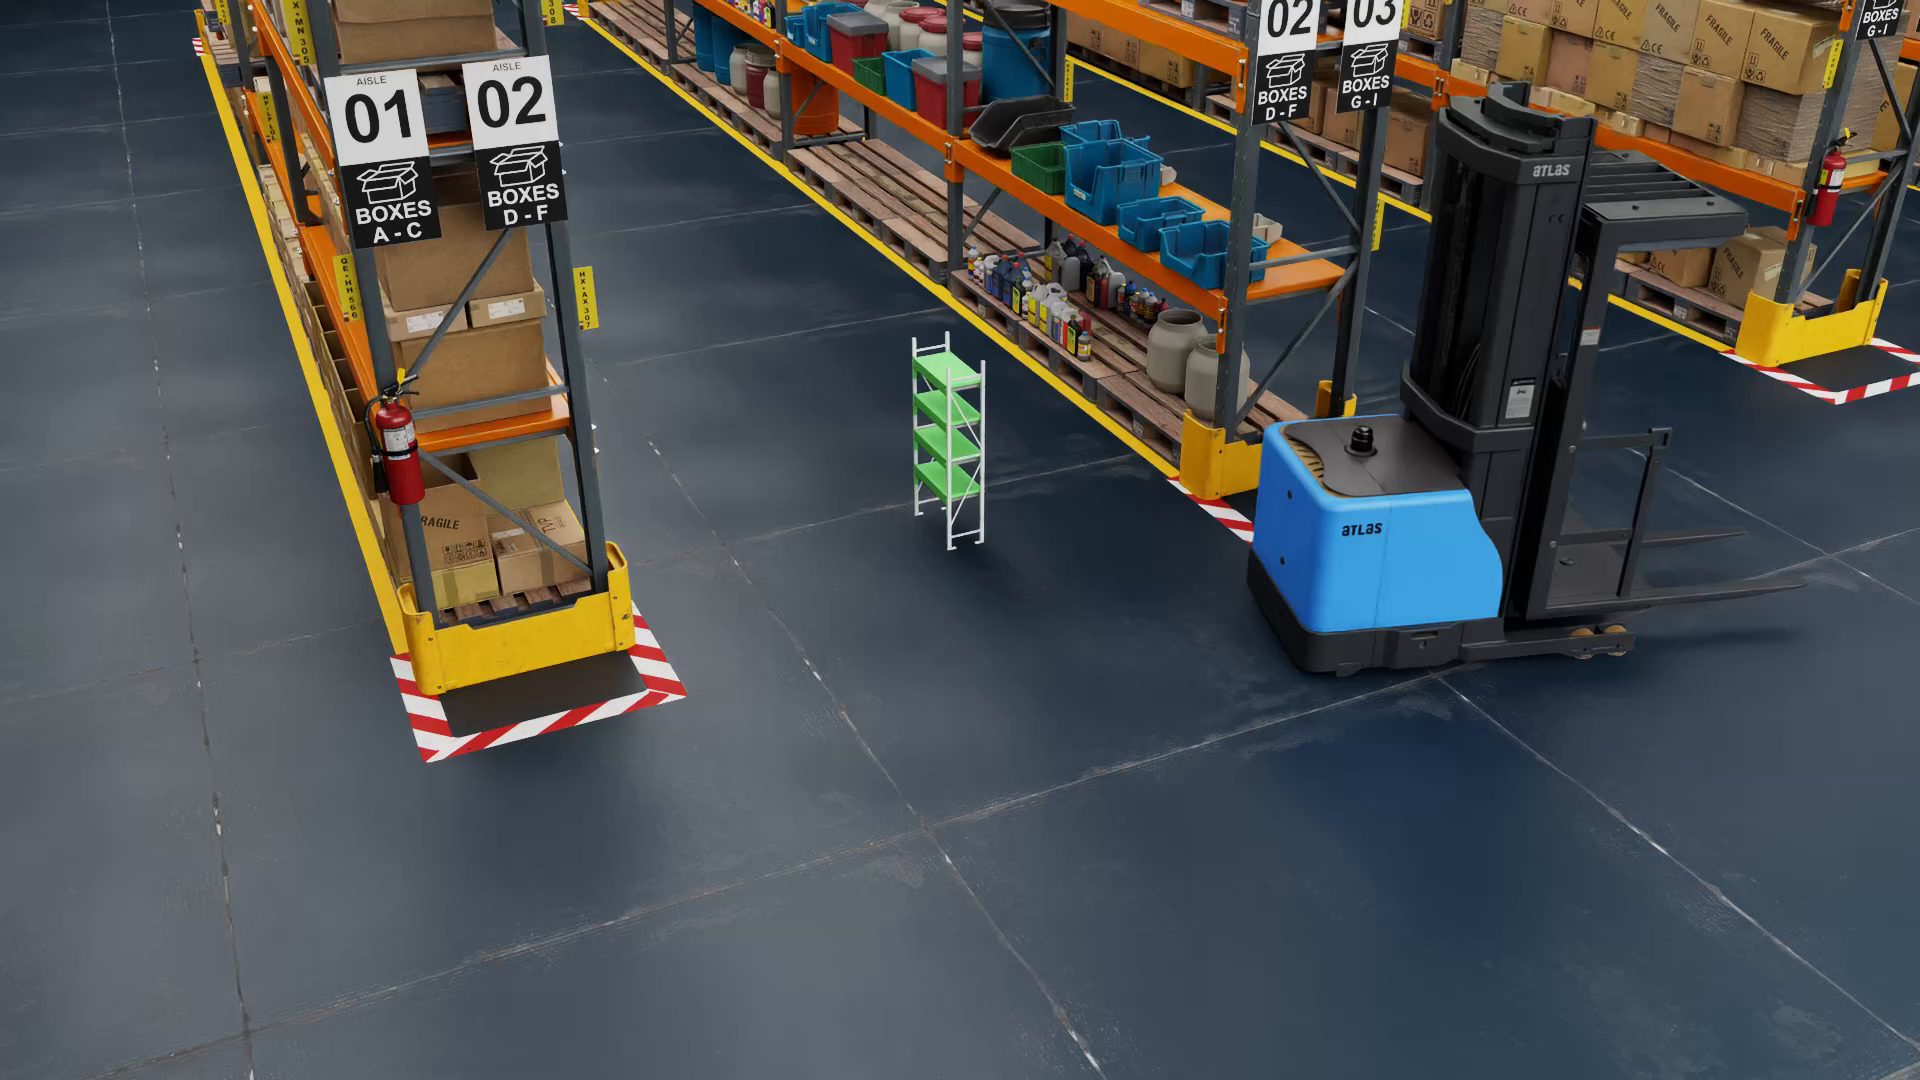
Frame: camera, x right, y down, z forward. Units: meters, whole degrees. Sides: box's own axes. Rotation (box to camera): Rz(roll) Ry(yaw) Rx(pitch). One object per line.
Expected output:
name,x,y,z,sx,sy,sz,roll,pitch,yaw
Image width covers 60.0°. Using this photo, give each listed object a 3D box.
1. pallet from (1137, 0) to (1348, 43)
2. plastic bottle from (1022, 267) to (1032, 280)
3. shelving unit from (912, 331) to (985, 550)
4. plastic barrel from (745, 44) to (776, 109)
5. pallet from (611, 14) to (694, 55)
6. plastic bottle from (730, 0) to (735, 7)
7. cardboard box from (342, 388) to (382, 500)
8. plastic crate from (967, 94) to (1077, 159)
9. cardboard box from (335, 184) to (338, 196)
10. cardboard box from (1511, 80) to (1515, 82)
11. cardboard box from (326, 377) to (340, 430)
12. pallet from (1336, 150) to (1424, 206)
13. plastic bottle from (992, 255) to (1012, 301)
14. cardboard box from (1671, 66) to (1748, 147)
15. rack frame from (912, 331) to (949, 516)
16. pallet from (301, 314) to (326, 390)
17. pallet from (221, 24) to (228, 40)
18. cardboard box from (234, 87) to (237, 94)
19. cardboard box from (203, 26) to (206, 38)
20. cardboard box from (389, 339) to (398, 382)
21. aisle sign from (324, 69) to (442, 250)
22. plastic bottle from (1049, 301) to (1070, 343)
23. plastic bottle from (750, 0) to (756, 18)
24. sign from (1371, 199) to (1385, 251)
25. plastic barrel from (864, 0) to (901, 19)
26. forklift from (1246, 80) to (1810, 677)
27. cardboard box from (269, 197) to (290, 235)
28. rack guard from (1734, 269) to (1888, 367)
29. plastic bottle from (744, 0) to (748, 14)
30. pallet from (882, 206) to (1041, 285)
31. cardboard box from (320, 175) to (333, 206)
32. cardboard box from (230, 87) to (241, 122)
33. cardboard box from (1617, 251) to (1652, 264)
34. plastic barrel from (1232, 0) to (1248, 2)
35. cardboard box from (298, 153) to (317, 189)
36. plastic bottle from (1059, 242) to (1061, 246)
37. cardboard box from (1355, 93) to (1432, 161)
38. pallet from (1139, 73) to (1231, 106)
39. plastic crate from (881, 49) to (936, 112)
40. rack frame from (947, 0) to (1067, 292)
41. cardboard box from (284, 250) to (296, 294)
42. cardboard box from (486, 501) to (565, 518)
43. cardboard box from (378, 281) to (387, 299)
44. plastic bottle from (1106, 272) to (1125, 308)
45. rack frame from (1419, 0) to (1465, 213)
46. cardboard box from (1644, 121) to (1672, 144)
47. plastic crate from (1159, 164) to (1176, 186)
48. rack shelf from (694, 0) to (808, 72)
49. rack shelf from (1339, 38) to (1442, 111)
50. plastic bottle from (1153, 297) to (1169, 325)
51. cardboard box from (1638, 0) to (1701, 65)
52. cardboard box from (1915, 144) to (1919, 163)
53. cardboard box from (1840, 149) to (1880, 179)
pallet,1.822,-3.338,10.234,1.003,0.211,1.213,-13,32,-22
plastic bottle,0.515,-2.012,13.084,0.097,0.271,0.097,0,29,0
shelving unit,-0.071,-0.596,10.060,0.258,1.200,0.503,-13,32,-22
plastic barrel,-2.055,-5.102,18.291,0.600,0.588,0.708,-13,32,-22
pallet,-3.941,-6.667,21.896,1.003,0.211,1.213,-13,32,-22
plastic bottle,-2.395,-5.803,17.624,0.061,0.283,0.133,-13,32,-22
cardboard box,-3.327,-0.611,9.861,0.500,0.500,0.500,-13,32,-22
plastic crate,0.482,-3.208,12.940,0.767,0.338,0.504,-13,32,-22
cardboard box,-3.261,-2.204,9.658,0.700,0.500,0.500,-13,32,-22
cardboard box,5.010,-3.939,14.437,0.380,0.149,0.250,-13,32,-22
cardboard box,-3.968,-0.948,11.228,0.500,0.250,0.500,-13,32,-22
pallet,4.510,-3.660,16.534,1.003,0.211,1.213,-13,32,-22
plastic bottle,0.344,-2.086,13.134,0.144,0.351,0.185,-12,32,-21
cardboard box,6.028,-3.383,12.784,0.875,0.500,0.500,-13,32,-22
rack frame,-0.176,-0.704,10.252,0.240,1.200,0.015,-13,32,-22
pallet,-4.455,-1.555,12.781,1.003,0.211,1.213,-13,32,-22
pallet,-6.659,-4.996,16.261,1.003,0.211,1.213,-13,32,-22
cardboard box,-7.121,-4.710,16.895,0.500,0.250,0.500,-13,32,-22
cardboard box,-9.385,-6.446,21.117,0.380,0.149,0.250,-13,32,-22
cardboard box,-2.805,-1.171,9.142,0.700,0.500,0.500,-12,32,-21
aisle sign,-2.623,-1.731,7.584,0.394,0.787,0.004,-13,32,-22
plastic bottle,0.762,-1.627,12.393,0.152,0.276,0.135,-14,32,-23
plastic bottle,-2.120,-5.535,17.159,0.097,0.271,0.097,0,29,0
sign,2.588,-1.960,10.368,0.100,0.325,0.005,-13,32,-22
plastic barrel,-0.711,-4.899,15.778,0.421,0.512,0.421,0,29,0
forklift,3.224,-0.879,8.794,3.031,2.935,1.130,-5,30,-8
cardboard box,-5.411,-2.701,13.781,0.500,0.311,0.500,-14,32,-23
rack guard,6.530,-1.709,12.759,1.175,0.500,0.348,-13,32,-22
plastic bottle,-2.203,-5.621,17.312,0.097,0.271,0.097,0,29,0
pallet,0.000,-2.615,14.671,1.003,0.211,1.213,-13,32,-22
cardboard box,-3.723,-2.170,10.261,0.380,0.149,0.250,-14,32,-24
cardboard box,-7.550,-4.825,17.866,0.500,0.500,0.500,-15,32,-24
cardboard box,5.770,-2.675,14.053,0.500,0.500,0.500,-10,31,-17
plastic barrel,1.766,-3.593,9.627,0.600,0.830,0.708,-13,32,-22
cardboard box,-4.646,-2.745,12.190,0.396,0.266,0.258,-14,32,-23
plastic bottle,0.809,-2.369,13.792,0.097,0.201,0.097,0,29,0
cardboard box,4.414,-4.125,16.618,0.700,0.500,0.500,-13,32,-22
pallet,2.858,-5.447,19.722,1.003,0.211,1.213,-13,32,-22
plastic crate,-0.382,-3.908,14.141,0.392,0.384,0.575,-13,32,-22
rack frame,0.372,-3.493,13.385,1.000,3.000,0.127,-13,32,-22
cardboard box,-5.196,-2.235,13.524,0.500,0.250,0.500,-12,32,-21
cardboard box,-2.633,-0.175,9.850,0.500,0.250,0.500,-13,32,-22
cardboard box,-2.836,-1.258,8.634,0.380,0.149,0.250,-12,32,-21
plastic bottle,1.196,-1.973,13.009,0.152,0.276,0.135,-12,32,-21
rack frame,4.845,-4.533,15.239,1.000,3.000,0.127,-13,32,-22
cardboard box,5.702,-3.287,13.275,0.380,0.149,0.250,-13,32,-22
plastic crate,1.298,-2.714,12.265,0.530,0.136,0.437,-13,32,-22
rack shelf,-2.204,-5.829,18.287,1.077,0.370,4.000,-13,32,-22
rack shelf,3.987,-5.102,16.991,1.077,0.370,4.000,-13,32,-22
plastic bottle,1.512,-1.703,12.521,0.061,0.283,0.133,-13,32,-21
cardboard box,5.671,-4.007,12.874,0.500,0.500,0.500,-13,32,-22
cardboard box,9.966,-4.096,16.204,0.875,0.875,0.875,-13,32,-22
cardboard box,6.656,-2.832,12.463,0.380,0.149,0.250,-13,32,-22
